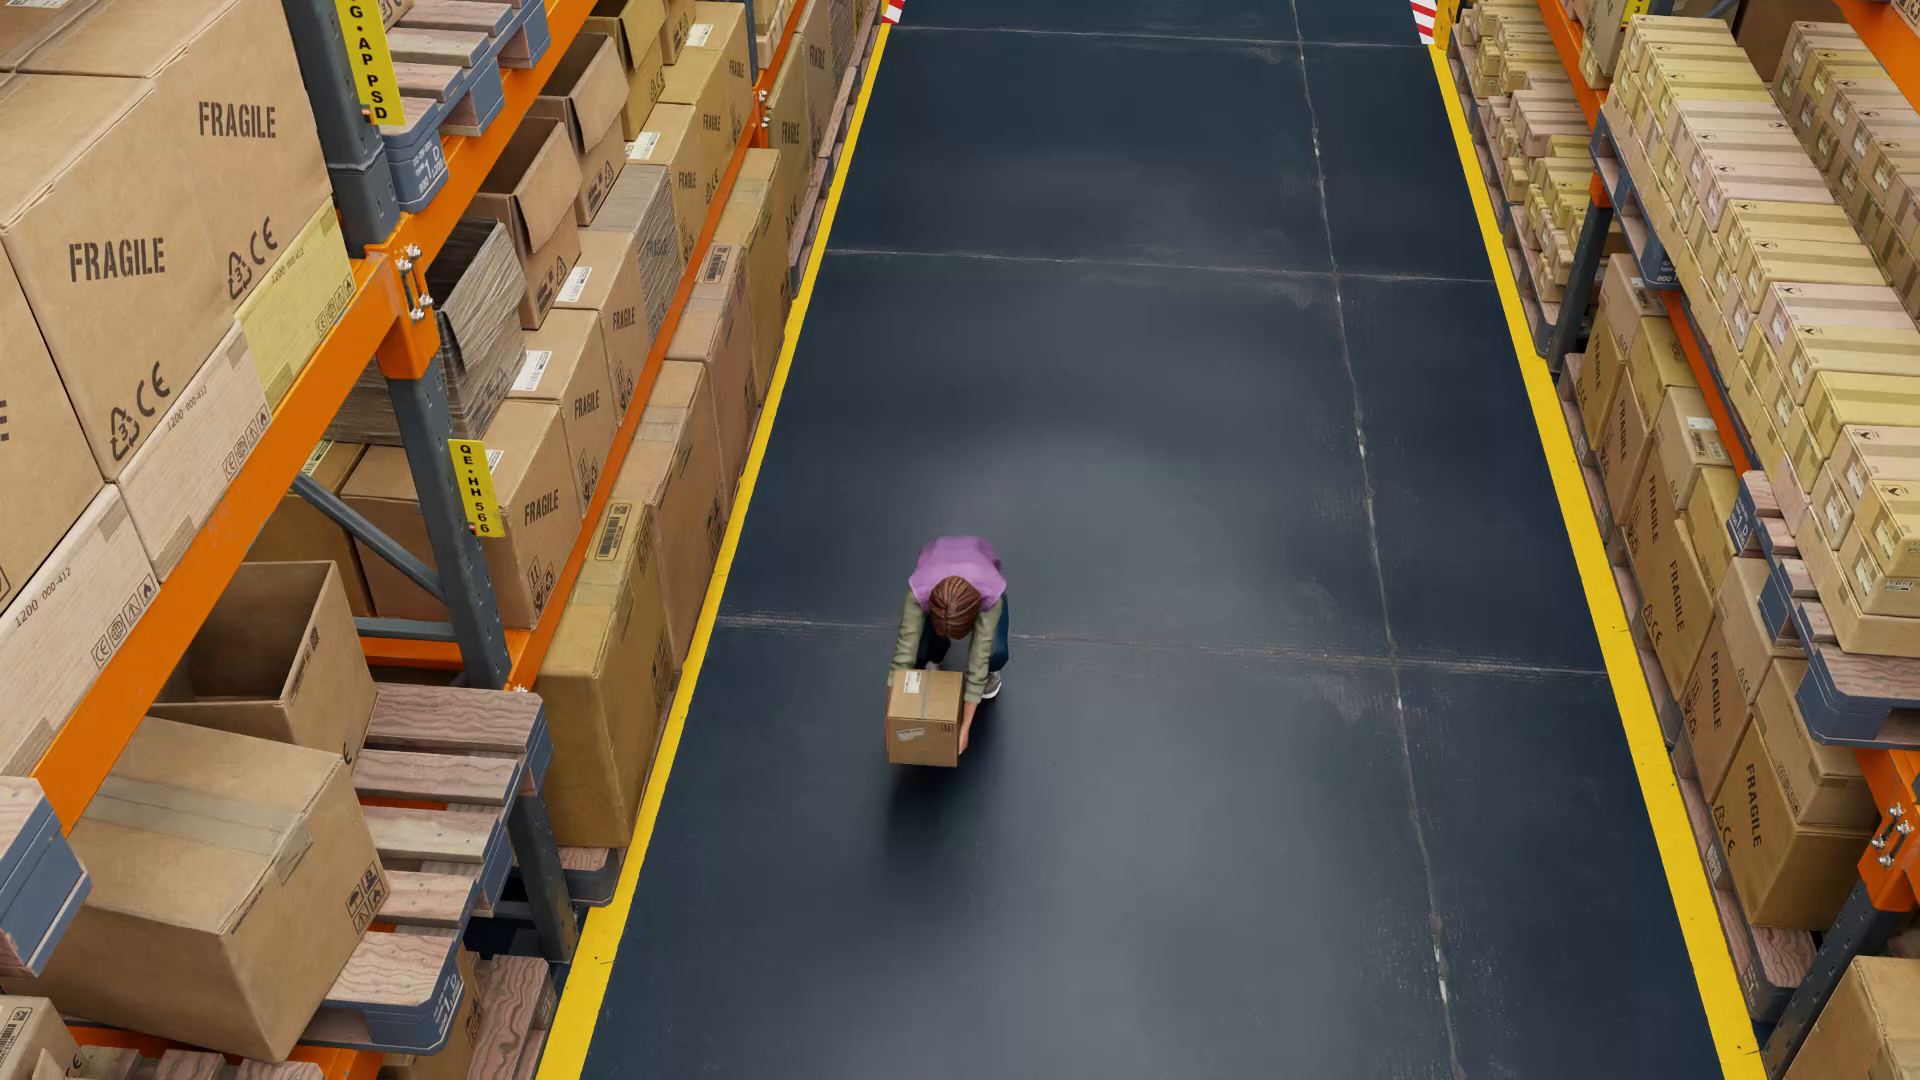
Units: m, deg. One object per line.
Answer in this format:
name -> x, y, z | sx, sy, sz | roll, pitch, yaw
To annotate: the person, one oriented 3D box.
person -> -0.028, 0.342, 6.345 | 0.438, 0.852, 0.911 | 4, 41, 4
